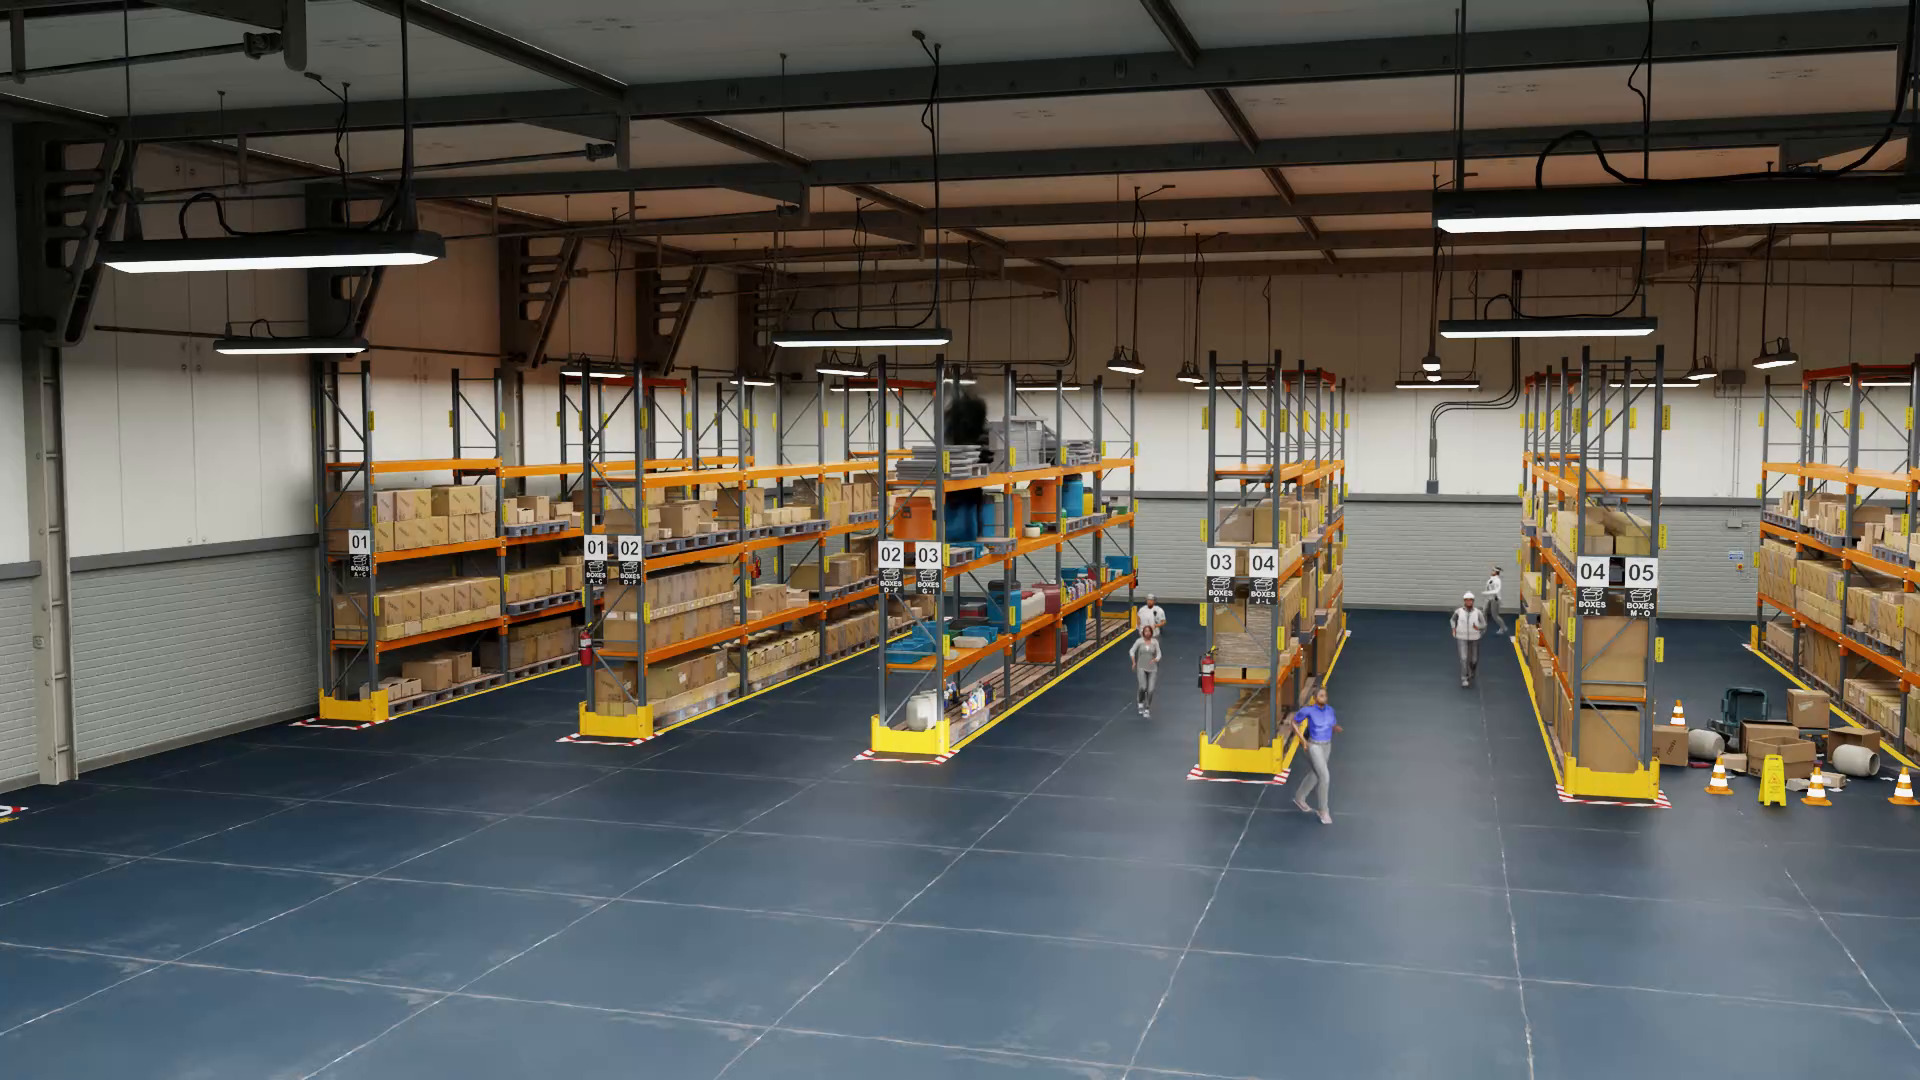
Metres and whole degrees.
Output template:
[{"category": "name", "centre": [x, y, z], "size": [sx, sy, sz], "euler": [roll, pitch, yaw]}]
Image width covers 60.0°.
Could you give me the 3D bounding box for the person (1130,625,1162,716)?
[{"category": "person", "centre": [3.139, 2.213, 28.029], "size": [0.518, 1.564, 0.576], "euler": [0, 4, 0]}]

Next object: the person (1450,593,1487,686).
[{"category": "person", "centre": [9.634, 1.871, 31.544], "size": [0.668, 1.748, 0.897], "euler": [1, 4, 15]}]

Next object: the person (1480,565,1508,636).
[{"category": "person", "centre": [12.402, 1.424, 38.554], "size": [0.789, 1.699, 0.603], "euler": [-1, 4, -10]}]

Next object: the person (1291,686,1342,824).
[{"category": "person", "centre": [4.514, 2.692, 20.980], "size": [0.550, 1.721, 0.755], "euler": [-3, 5, -33]}]

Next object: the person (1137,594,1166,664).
[{"category": "person", "centre": [3.704, 1.888, 32.286], "size": [0.595, 1.700, 0.705], "euler": [1, 4, 12]}]
